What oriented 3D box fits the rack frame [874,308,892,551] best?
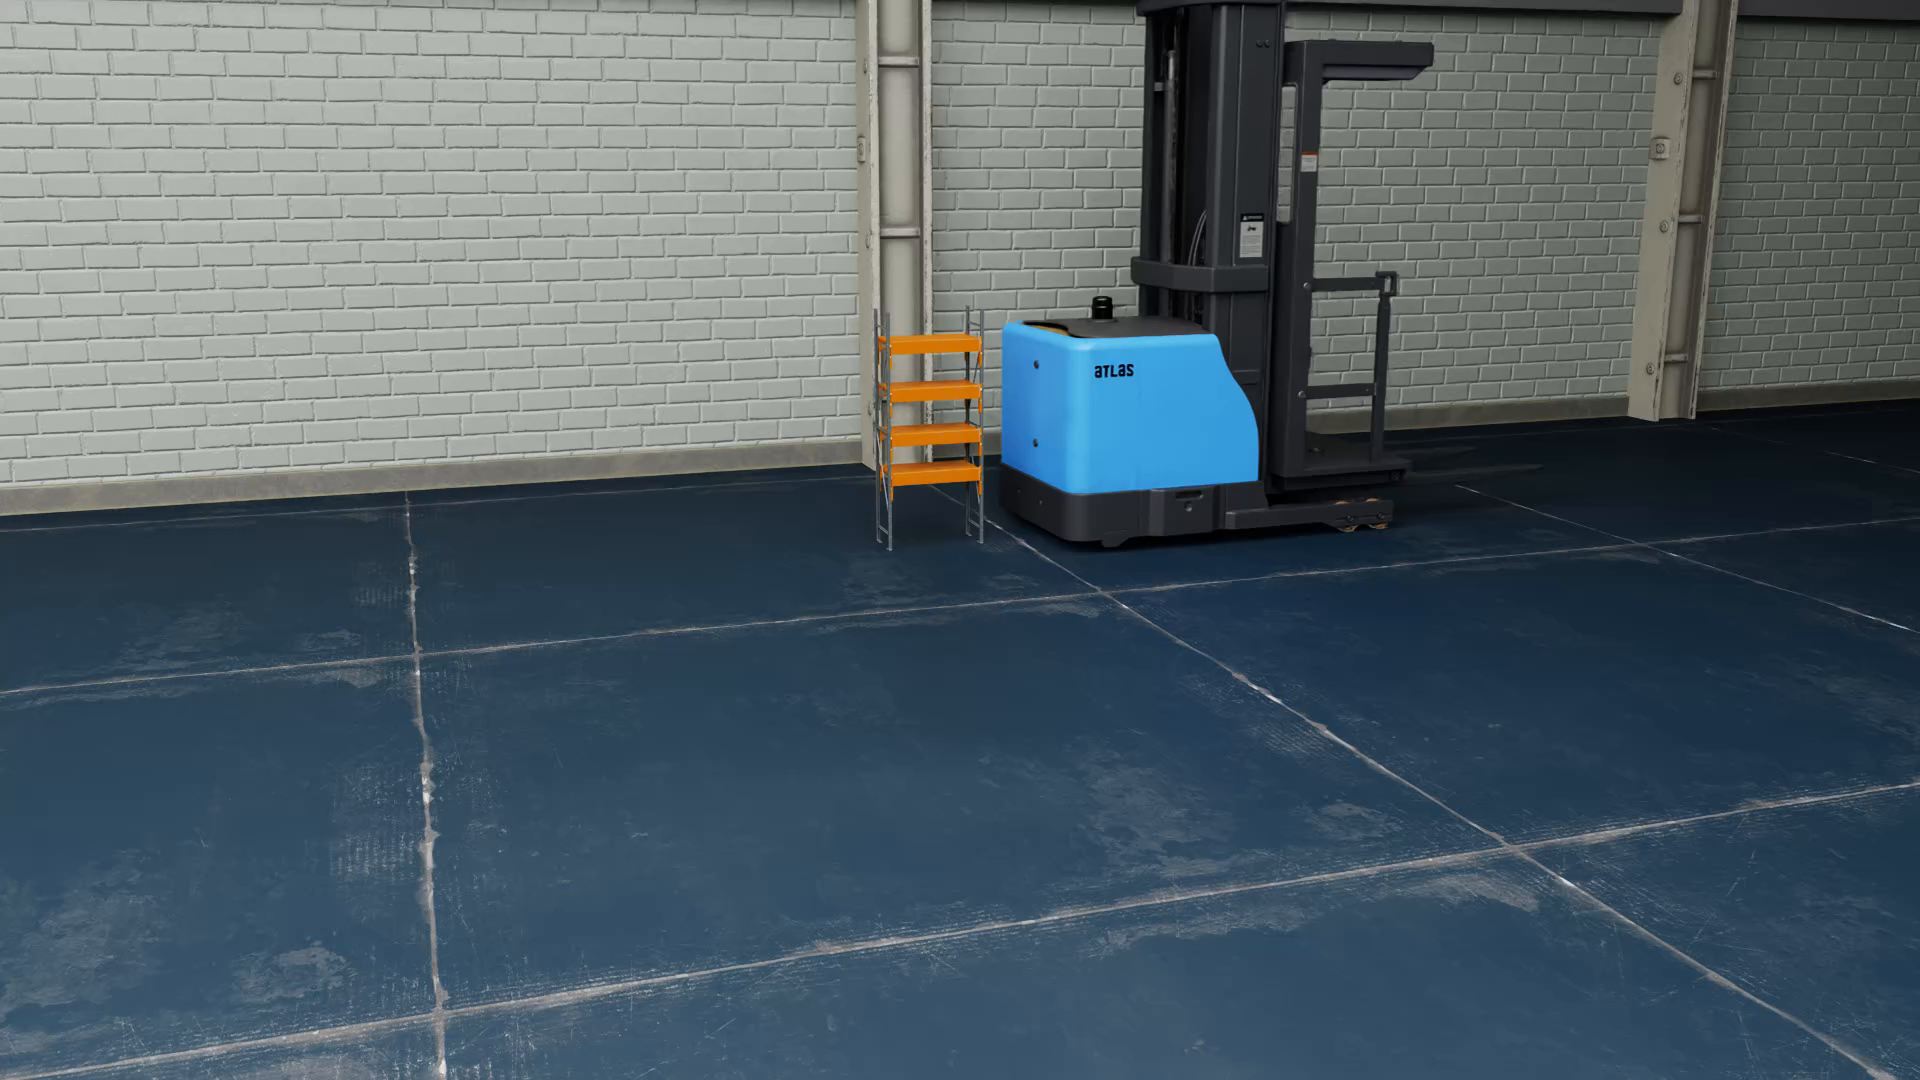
[{"bbox_3d":[-0.388,-0.553,8.377,0.015,1.200,0.240,-4,14,-18],"label":"rack frame"}]

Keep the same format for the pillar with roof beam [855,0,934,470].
[{"bbox_3d":[0.970,-3.920,5.677,0.400,9.000,9.100,-4,14,-18],"label":"pillar with roof beam"}]

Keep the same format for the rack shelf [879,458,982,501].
[{"bbox_3d":[-0.157,-0.313,8.514,0.480,0.148,0.258,-4,14,-18],"label":"rack shelf"}]

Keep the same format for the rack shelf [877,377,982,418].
[{"bbox_3d":[-0.157,-0.724,8.416,0.480,0.148,0.258,-4,14,-18],"label":"rack shelf"}]

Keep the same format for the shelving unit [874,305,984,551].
[{"bbox_3d":[-0.157,-0.571,8.453,0.503,1.200,0.258,-4,14,-18],"label":"shelving unit"}]

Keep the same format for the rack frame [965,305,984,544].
[{"bbox_3d":[0.074,-0.590,8.528,0.015,1.200,0.240,-4,14,-18],"label":"rack frame"}]

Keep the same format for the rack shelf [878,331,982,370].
[{"bbox_3d":[-0.157,-0.954,8.362,0.480,0.148,0.258,-4,14,-18],"label":"rack shelf"}]

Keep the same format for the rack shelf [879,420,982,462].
[{"bbox_3d":[-0.157,-0.506,8.468,0.480,0.148,0.258,-4,14,-18],"label":"rack shelf"}]

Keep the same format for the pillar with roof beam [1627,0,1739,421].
[{"bbox_3d":[6.656,-4.363,7.539,0.400,9.000,9.100,-4,14,-18],"label":"pillar with roof beam"}]

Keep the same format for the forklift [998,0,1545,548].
[{"bbox_3d":[1.784,-1.575,8.931,3.031,2.935,1.130,-5,14,-20],"label":"forklift"}]
